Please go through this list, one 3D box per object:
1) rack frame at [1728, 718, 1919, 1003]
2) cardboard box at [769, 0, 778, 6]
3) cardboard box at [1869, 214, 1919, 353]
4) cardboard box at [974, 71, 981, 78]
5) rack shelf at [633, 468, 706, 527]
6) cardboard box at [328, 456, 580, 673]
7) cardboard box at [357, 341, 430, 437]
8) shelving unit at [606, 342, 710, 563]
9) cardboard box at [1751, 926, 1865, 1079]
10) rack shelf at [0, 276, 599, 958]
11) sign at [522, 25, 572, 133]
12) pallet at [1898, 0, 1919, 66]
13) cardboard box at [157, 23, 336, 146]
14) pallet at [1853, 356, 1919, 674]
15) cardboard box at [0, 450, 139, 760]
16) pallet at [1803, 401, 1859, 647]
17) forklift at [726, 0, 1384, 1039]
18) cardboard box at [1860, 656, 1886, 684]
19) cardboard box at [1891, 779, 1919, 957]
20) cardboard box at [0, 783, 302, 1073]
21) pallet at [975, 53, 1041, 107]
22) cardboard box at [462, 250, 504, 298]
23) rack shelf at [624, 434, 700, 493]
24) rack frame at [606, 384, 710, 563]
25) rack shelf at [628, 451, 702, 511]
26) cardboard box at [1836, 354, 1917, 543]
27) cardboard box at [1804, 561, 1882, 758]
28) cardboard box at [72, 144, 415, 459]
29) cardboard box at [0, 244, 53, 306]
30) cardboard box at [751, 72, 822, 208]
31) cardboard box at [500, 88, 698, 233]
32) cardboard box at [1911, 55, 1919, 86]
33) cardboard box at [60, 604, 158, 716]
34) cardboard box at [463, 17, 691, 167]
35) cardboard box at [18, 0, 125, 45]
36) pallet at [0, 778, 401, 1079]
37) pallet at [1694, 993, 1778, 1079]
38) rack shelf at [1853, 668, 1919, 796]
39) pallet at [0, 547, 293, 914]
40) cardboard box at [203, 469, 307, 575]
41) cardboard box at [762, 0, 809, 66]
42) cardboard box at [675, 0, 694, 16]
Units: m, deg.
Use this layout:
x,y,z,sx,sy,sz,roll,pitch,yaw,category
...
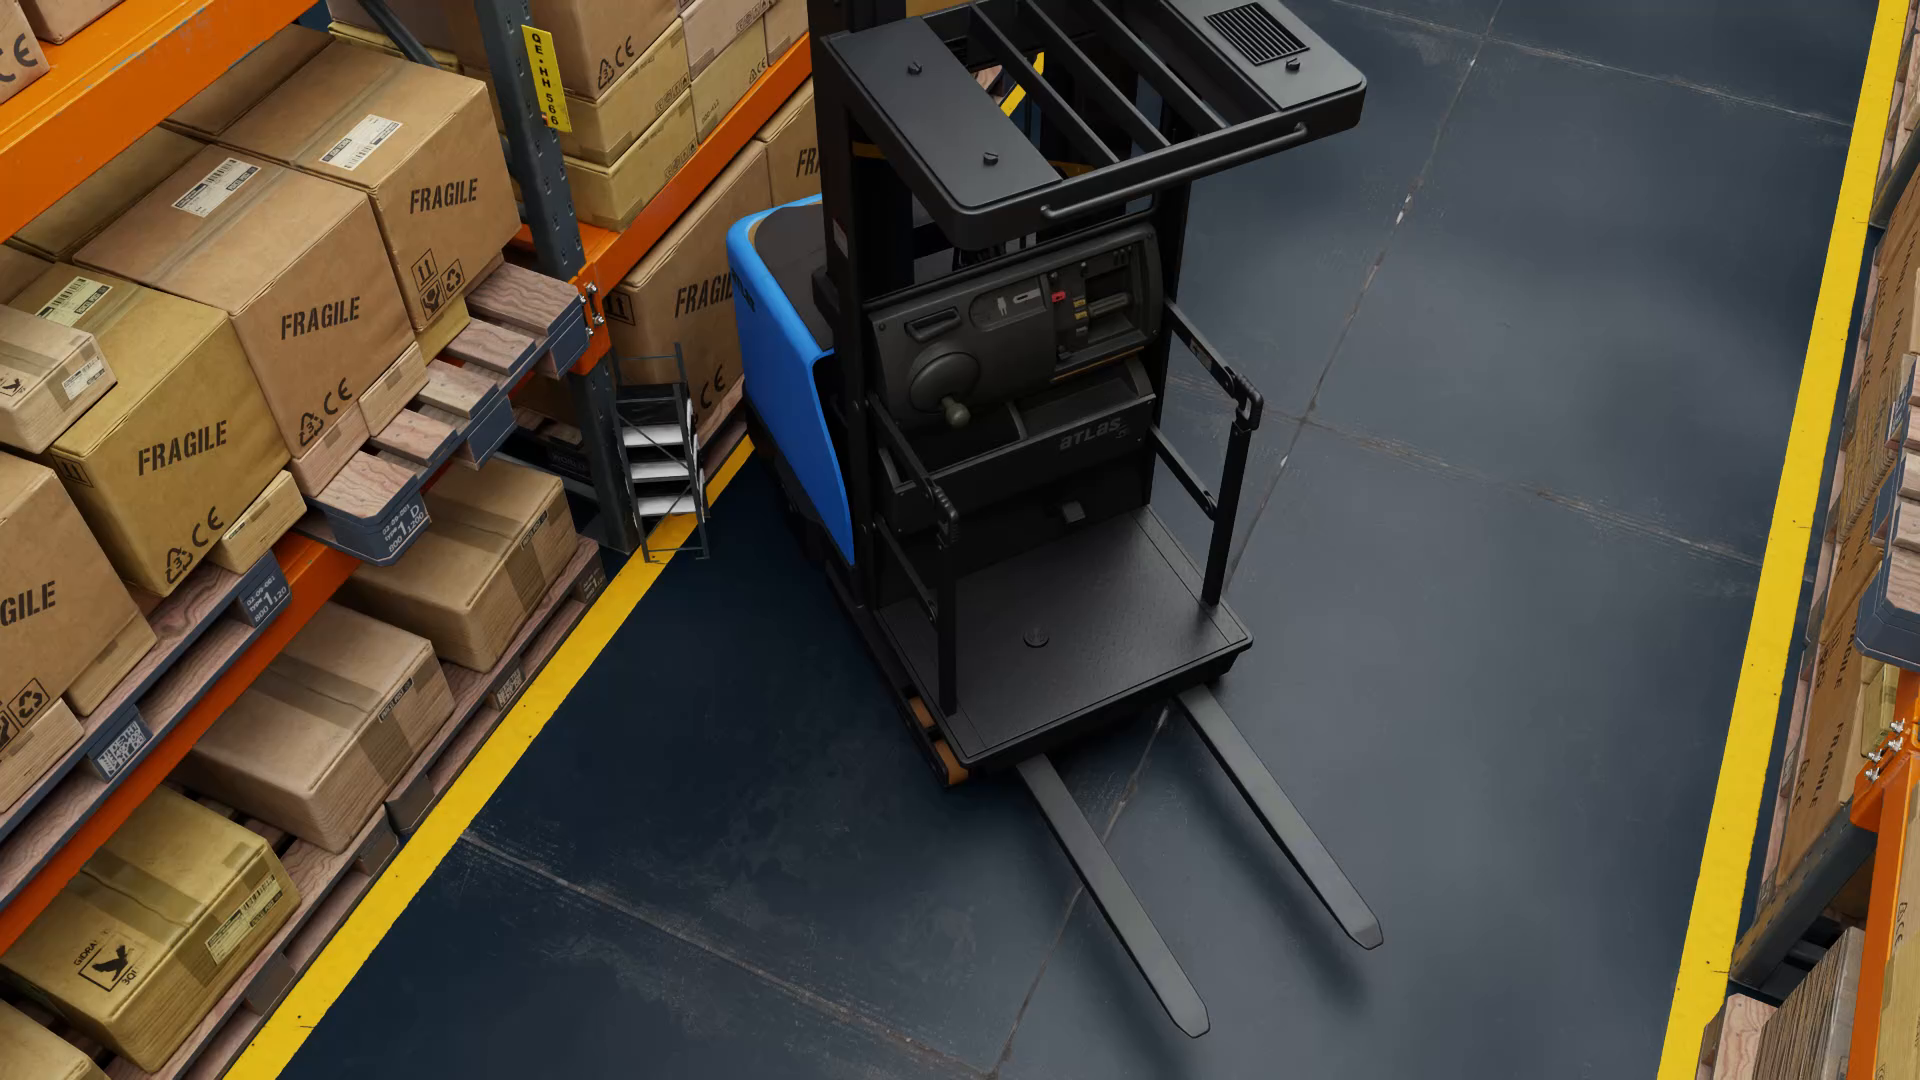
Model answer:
x,y,z,sx,sy,sz,roll,pitch,yaw,category
2.833,0.500,3.855,1.000,3.000,0.127,20,52,16,rack frame
-0.771,-2.189,5.913,0.500,0.250,0.500,20,52,16,cardboard box
3.913,-0.951,6.455,0.500,0.500,0.500,19,52,16,cardboard box
-0.141,-2.861,7.835,0.875,0.875,0.875,21,53,17,cardboard box
-1.060,-0.155,6.071,0.258,0.077,0.200,-4,50,-3,rack shelf
-1.907,-0.011,5.740,0.950,0.372,0.625,17,52,14,cardboard box
-1.700,-0.469,4.568,0.380,0.149,0.250,19,52,16,cardboard box
-1.060,-0.293,5.909,0.258,0.900,0.210,-4,50,-3,shelving unit
2.554,1.559,4.238,0.875,0.625,0.625,21,53,17,cardboard box
-2.511,0.498,4.329,1.077,0.370,4.000,20,52,16,rack shelf
-1.162,-1.292,4.671,0.100,0.325,0.005,20,52,16,sign
5.356,-2.666,8.380,1.003,0.211,1.213,20,52,16,pallet
-2.058,-1.143,4.716,0.500,0.500,0.500,18,52,15,cardboard box
3.059,0.073,4.345,1.213,0.211,1.003,20,52,16,pallet
-2.259,0.109,3.651,0.500,0.500,0.500,18,52,15,cardboard box
3.708,0.065,6.056,1.003,0.211,1.213,20,52,16,pallet
0.281,-0.525,4.772,1.130,2.935,3.031,-21,53,-17,forklift
2.903,0.343,4.928,0.380,0.149,0.250,17,52,14,cardboard box
2.422,0.775,3.720,0.500,0.250,0.500,20,52,16,cardboard box
-2.544,1.020,4.862,0.950,0.372,0.625,21,53,17,cardboard box
-0.210,-2.407,8.160,1.003,0.211,1.213,20,52,16,pallet
-1.584,-0.865,4.906,0.380,0.149,0.250,22,53,17,cardboard box
-1.060,-0.272,5.934,0.258,0.077,0.200,-4,50,-3,rack shelf
-1.051,-0.216,5.843,0.240,0.900,0.006,-4,50,-3,rack frame
-1.060,-0.214,6.003,0.258,0.077,0.200,-4,50,-3,rack shelf
3.468,-0.253,5.862,0.500,0.500,0.500,18,52,15,cardboard box
3.042,0.472,5.245,0.500,0.500,0.500,19,52,16,cardboard box
-1.811,-0.614,4.266,0.500,0.500,0.500,19,52,16,cardboard box
-2.495,-0.414,4.096,0.500,0.500,0.500,21,53,17,cardboard box
-0.902,-1.621,6.779,0.875,0.875,0.875,20,53,17,cardboard box
-1.220,-1.319,5.501,0.500,0.250,0.500,19,52,15,cardboard box
4.666,-2.229,7.697,0.396,0.266,0.258,22,53,17,cardboard box
-2.175,0.228,3.976,0.380,0.149,0.250,18,52,15,cardboard box
-1.217,-1.494,5.322,0.500,0.250,0.500,19,52,16,cardboard box
-2.071,-1.467,3.494,0.700,0.500,0.500,20,52,16,cardboard box
-2.515,1.166,5.119,1.003,0.211,1.213,20,52,16,pallet
2.446,1.958,4.445,1.003,0.211,1.213,20,52,16,pallet
3.687,-0.644,5.301,1.077,0.370,4.000,20,52,16,rack shelf
-2.466,0.326,4.129,1.003,0.211,1.213,20,52,16,pallet
-1.920,-0.104,4.258,0.380,0.149,0.250,21,53,17,cardboard box
-0.788,-2.038,6.113,0.500,0.250,0.500,21,53,17,cardboard box
-1.022,-2.074,5.323,0.500,0.500,0.500,20,52,16,cardboard box
